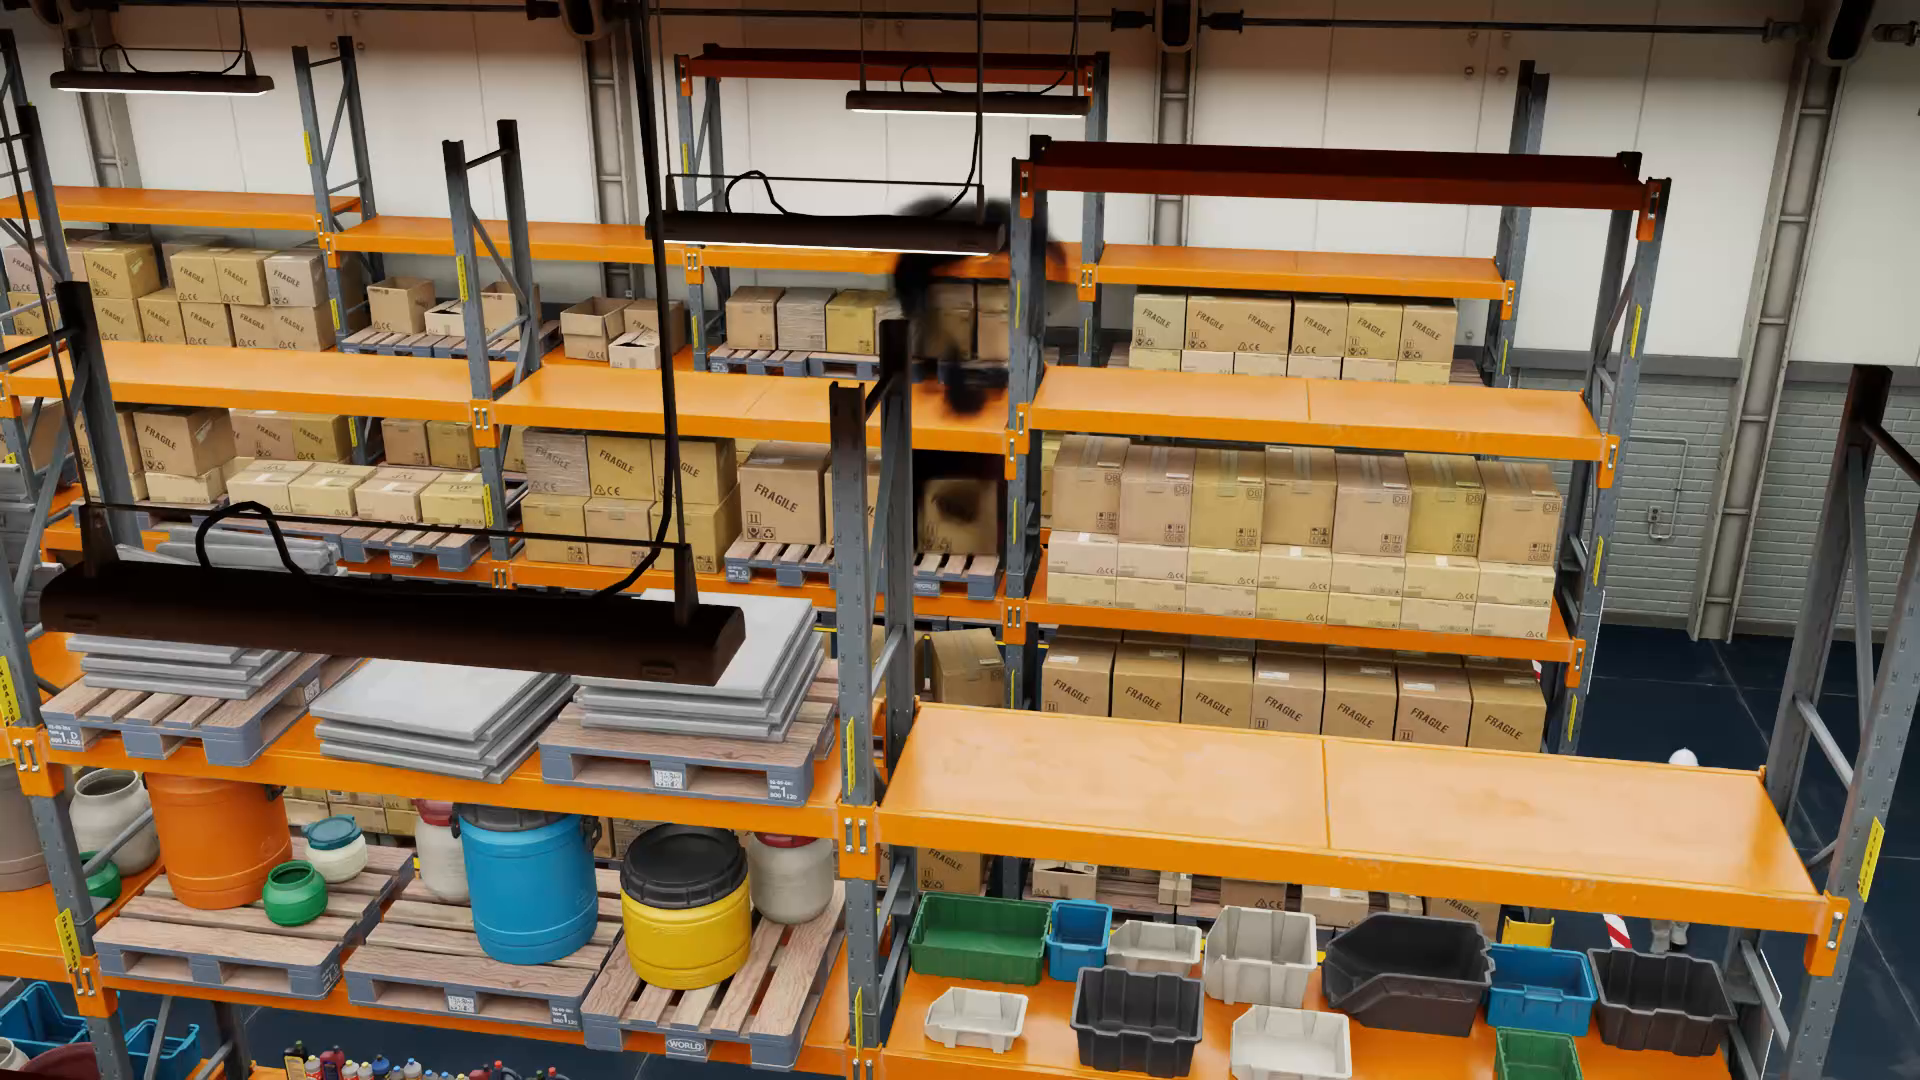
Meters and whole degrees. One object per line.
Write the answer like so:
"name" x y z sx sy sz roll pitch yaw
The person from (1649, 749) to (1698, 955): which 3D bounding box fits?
"person" 5.360 2.384 12.550 0.693 1.792 0.699 11 25 24
